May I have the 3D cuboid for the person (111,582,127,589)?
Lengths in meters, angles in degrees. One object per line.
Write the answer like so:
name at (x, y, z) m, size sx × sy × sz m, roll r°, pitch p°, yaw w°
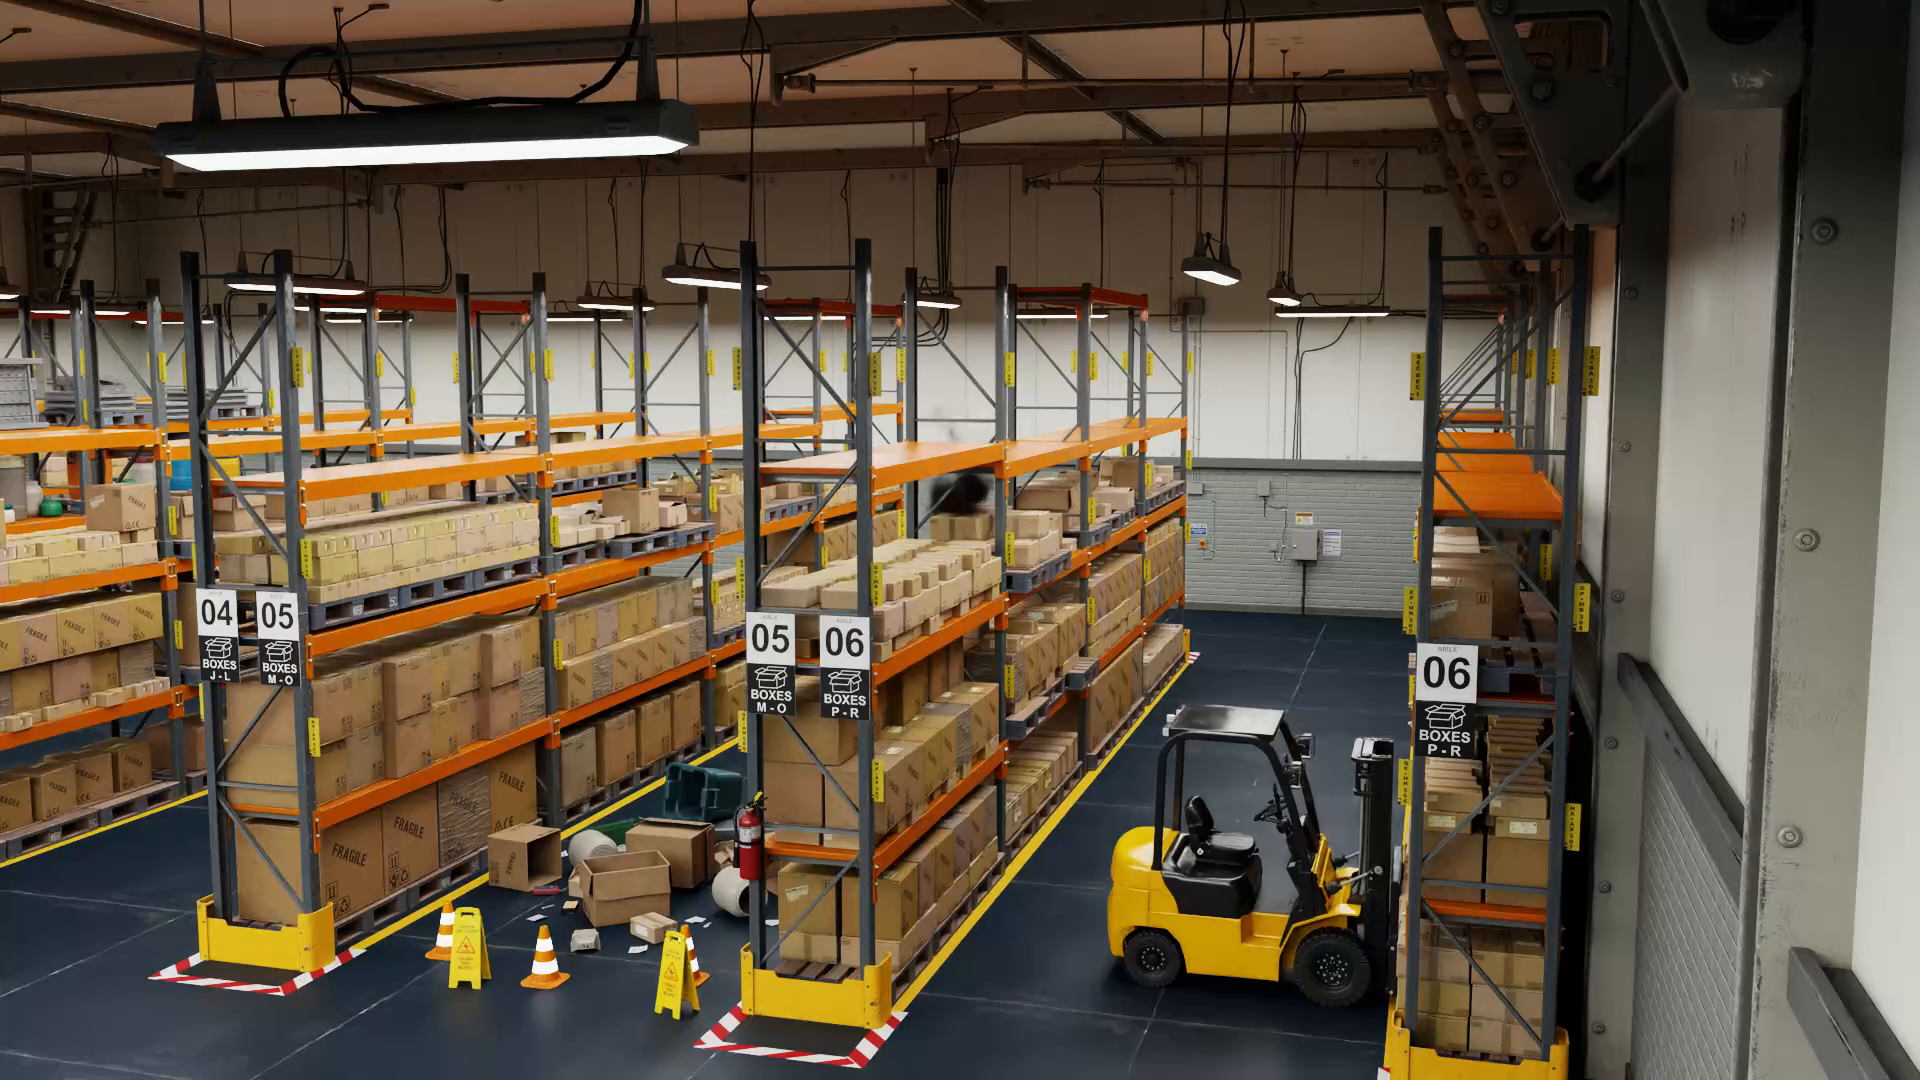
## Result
person at (-14.769, 1.105, 29.210) m, size 0.505 × 1.644 × 0.711 m, roll 0°, pitch 6°, yaw 4°
